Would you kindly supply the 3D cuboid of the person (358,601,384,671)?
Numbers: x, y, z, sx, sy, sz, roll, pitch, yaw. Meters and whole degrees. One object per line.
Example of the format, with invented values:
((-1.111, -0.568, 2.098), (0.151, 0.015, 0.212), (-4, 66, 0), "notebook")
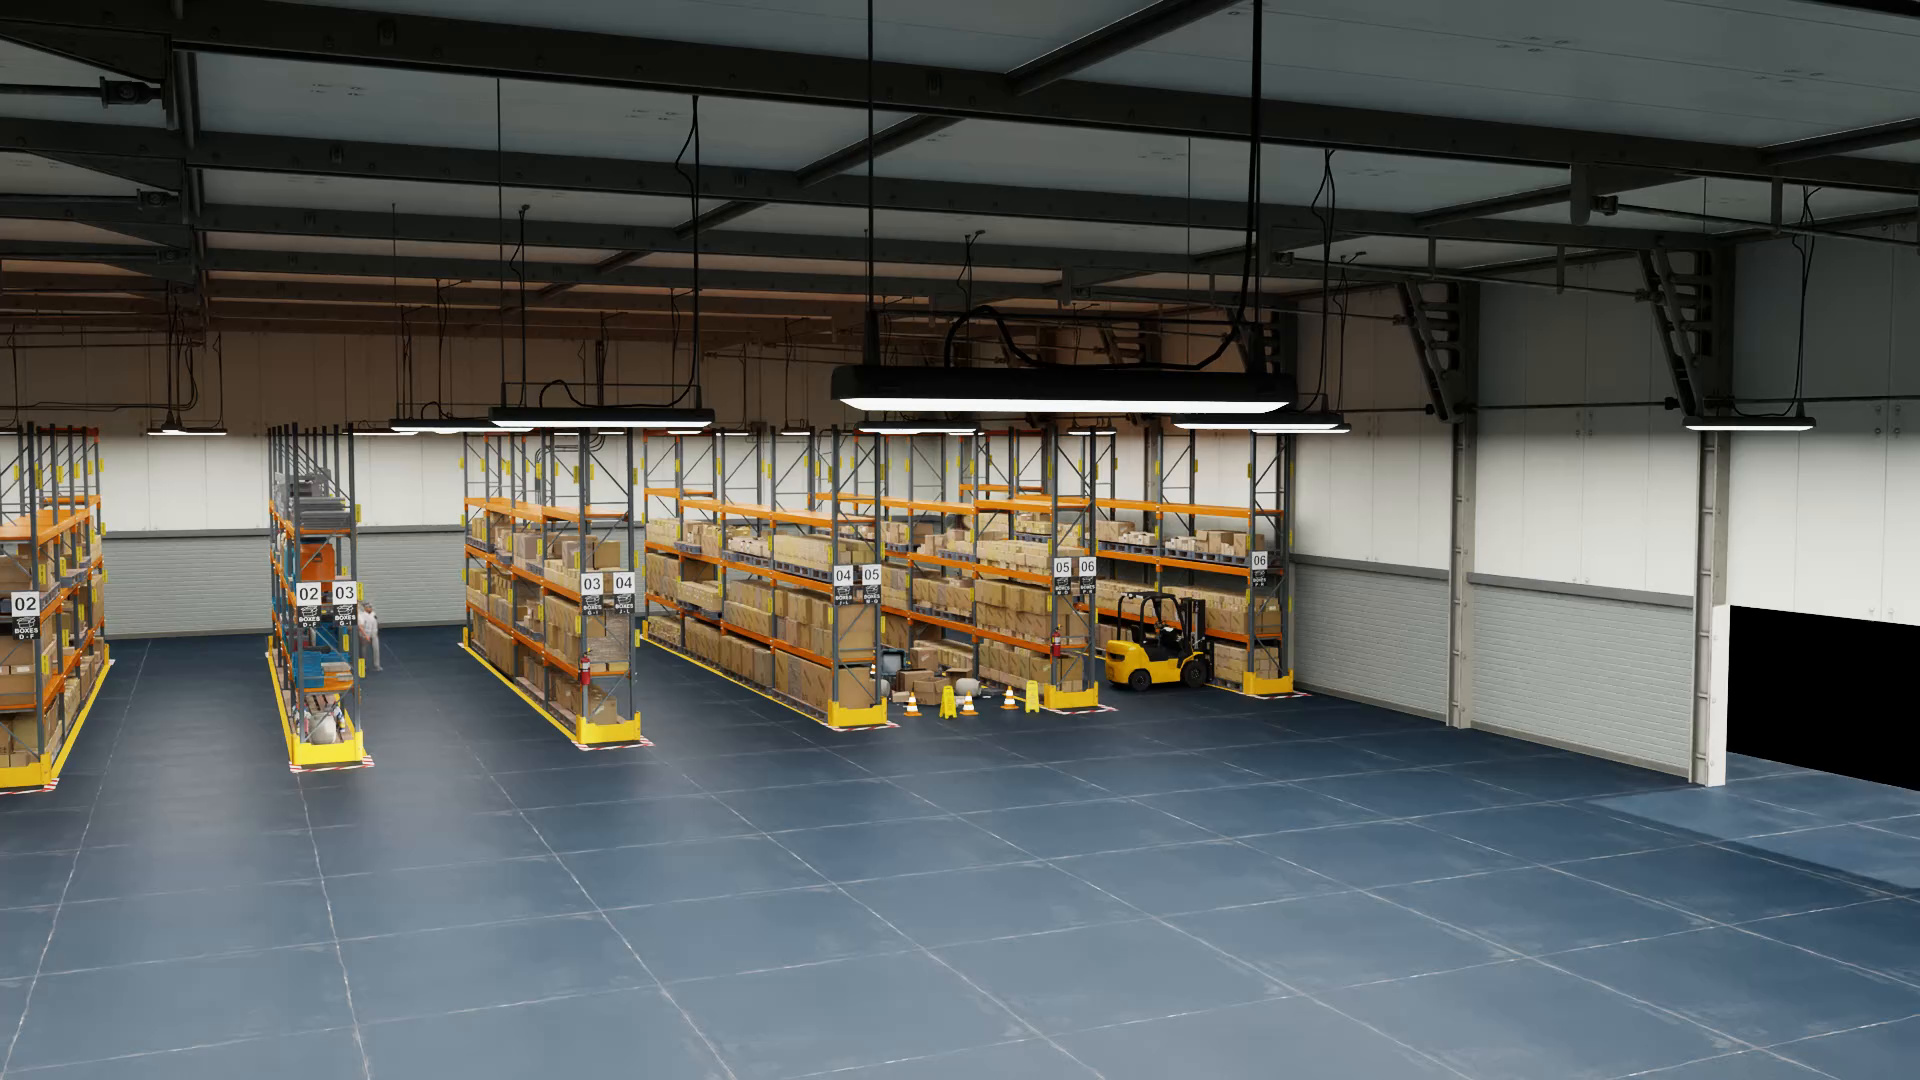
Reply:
((-14.530, 2.347, 40.850), (0.523, 1.707, 1.040), (-3, 4, -36), "person")

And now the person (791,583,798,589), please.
((-4.559, 2.028, 45.760), (0.476, 1.790, 0.604), (-3, 4, -38), "person")
